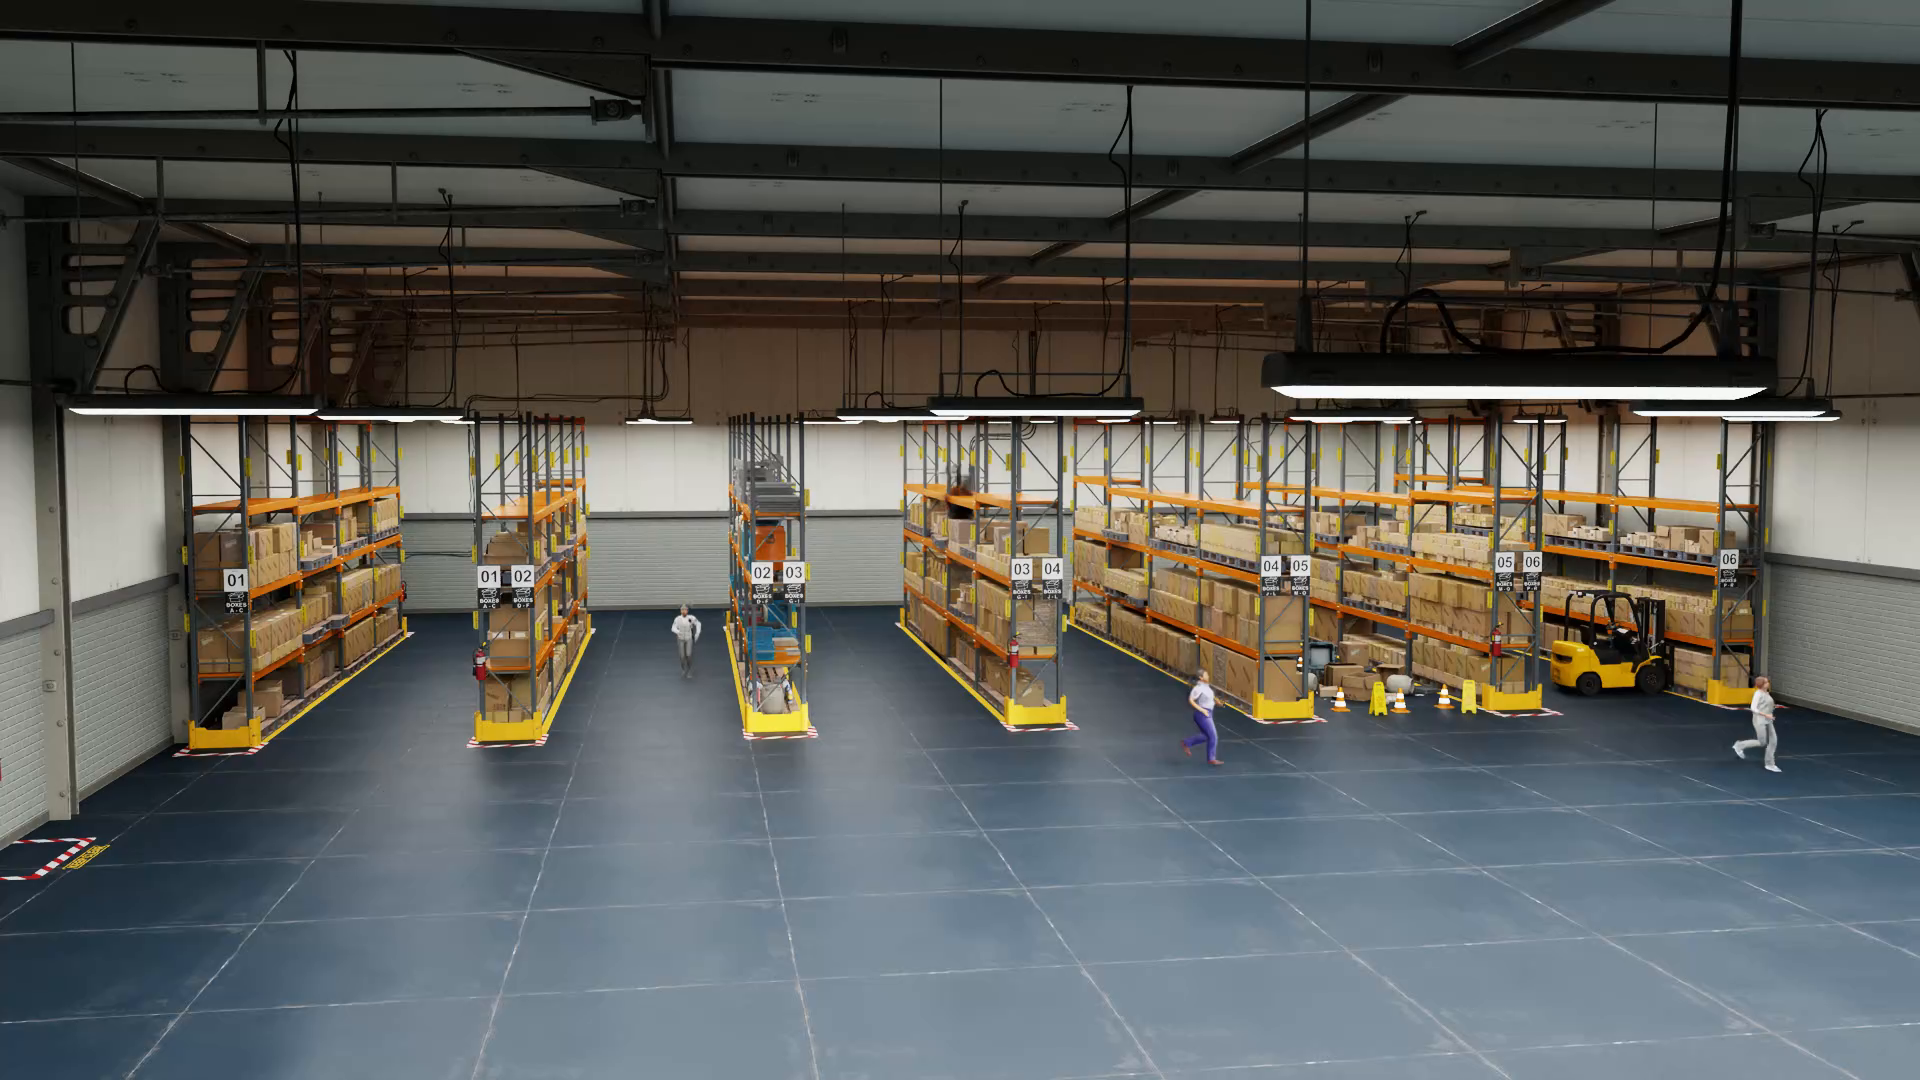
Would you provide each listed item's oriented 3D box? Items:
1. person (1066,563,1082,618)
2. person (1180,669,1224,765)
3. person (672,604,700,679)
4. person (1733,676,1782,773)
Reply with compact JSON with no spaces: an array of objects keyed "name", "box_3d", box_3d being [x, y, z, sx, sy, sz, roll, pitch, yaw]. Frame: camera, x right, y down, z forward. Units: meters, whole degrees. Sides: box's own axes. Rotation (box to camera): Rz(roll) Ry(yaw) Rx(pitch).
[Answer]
[{"name":"person","box_3d":[3.473,1.493,49.738,0.561,1.734,0.710,-1,4,-16]},{"name":"person","box_3d":[4.115,2.999,28.260,0.774,1.603,0.619,2,4,22]},{"name":"person","box_3d":[-6.259,2.317,37.969,0.627,1.749,0.708,0,4,-4]},{"name":"person","box_3d":[13.385,3.057,27.830,0.549,1.586,0.786,-3,5,-41]}]
